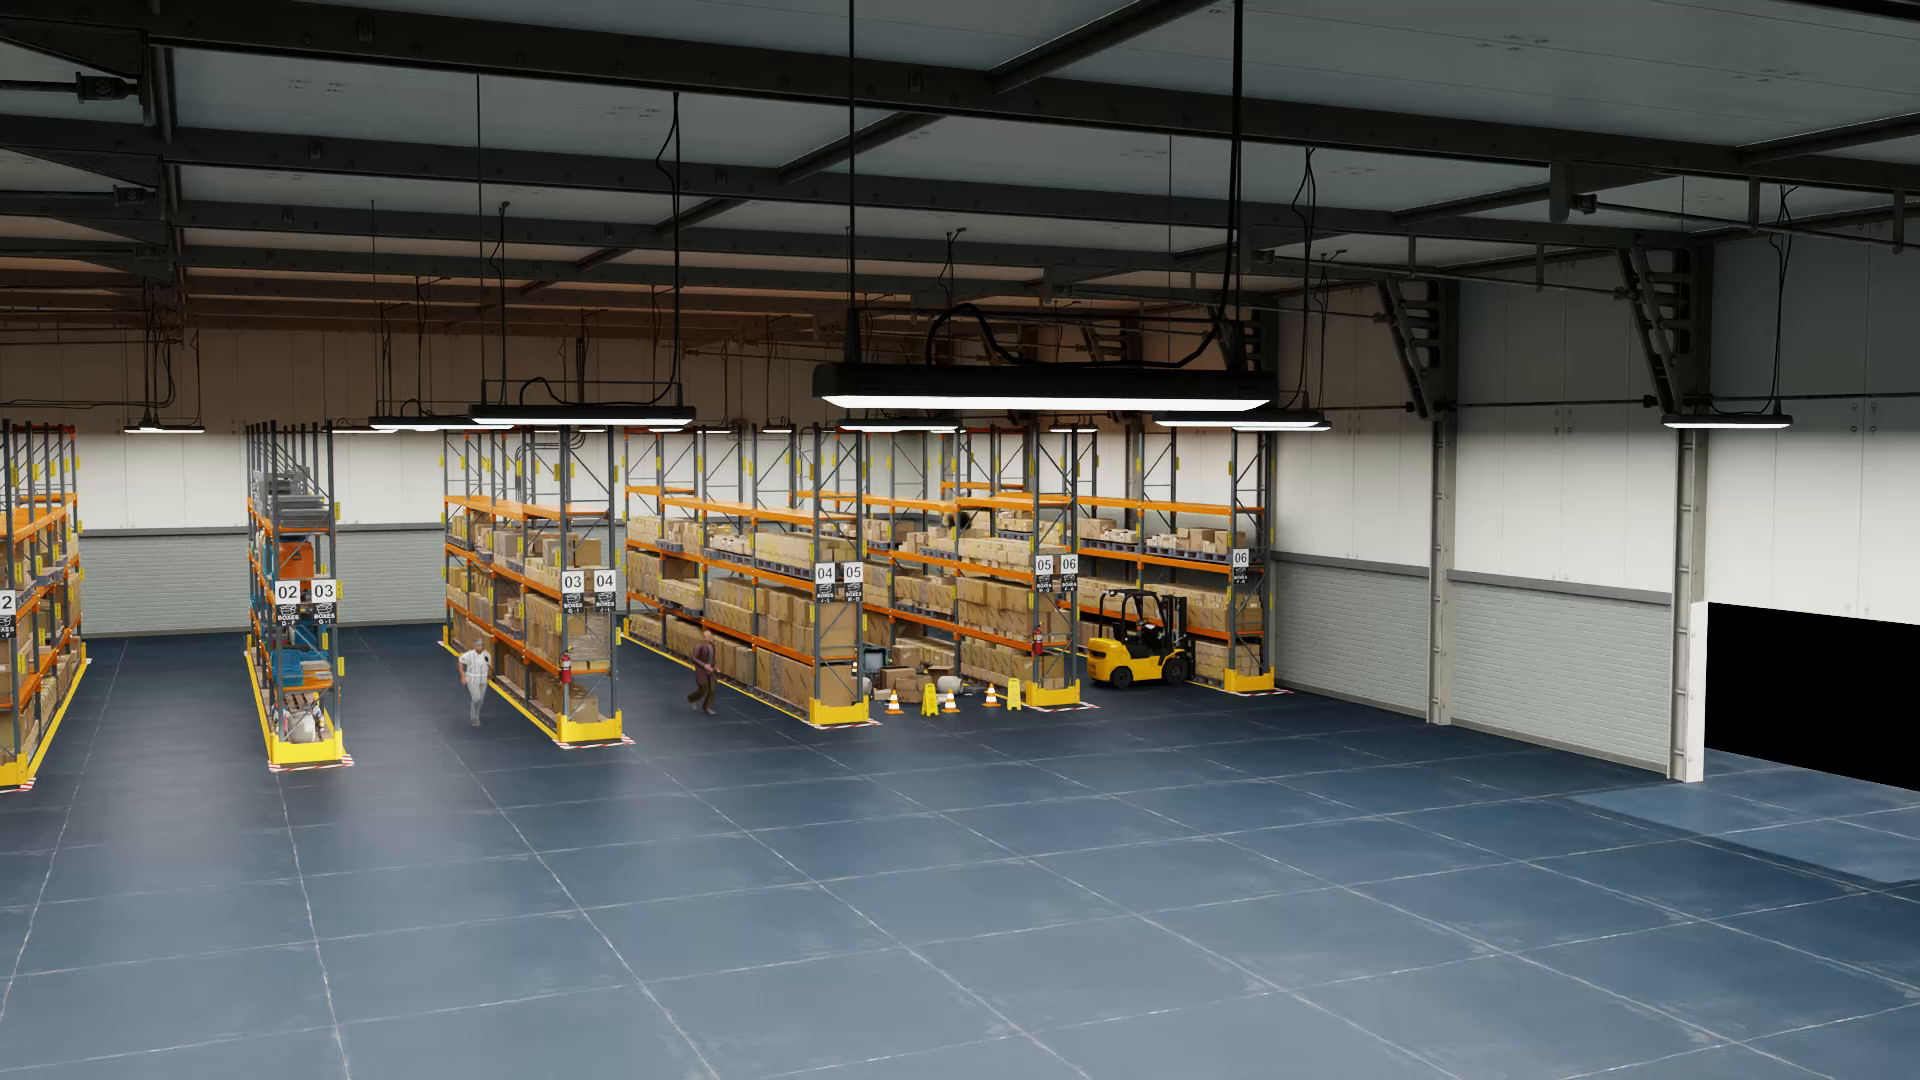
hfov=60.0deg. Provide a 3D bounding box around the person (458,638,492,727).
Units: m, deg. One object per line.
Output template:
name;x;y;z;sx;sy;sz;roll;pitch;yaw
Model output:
person;-9.547;2.817;32.866;0.605;1.800;0.835;-3;5;-42

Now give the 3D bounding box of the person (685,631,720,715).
person;-5.314;2.726;34.283;0.830;1.731;0.704;3;5;40

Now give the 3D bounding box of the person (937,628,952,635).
person;-0.400;1.935;47.892;0.685;1.641;0.609;3;4;37
